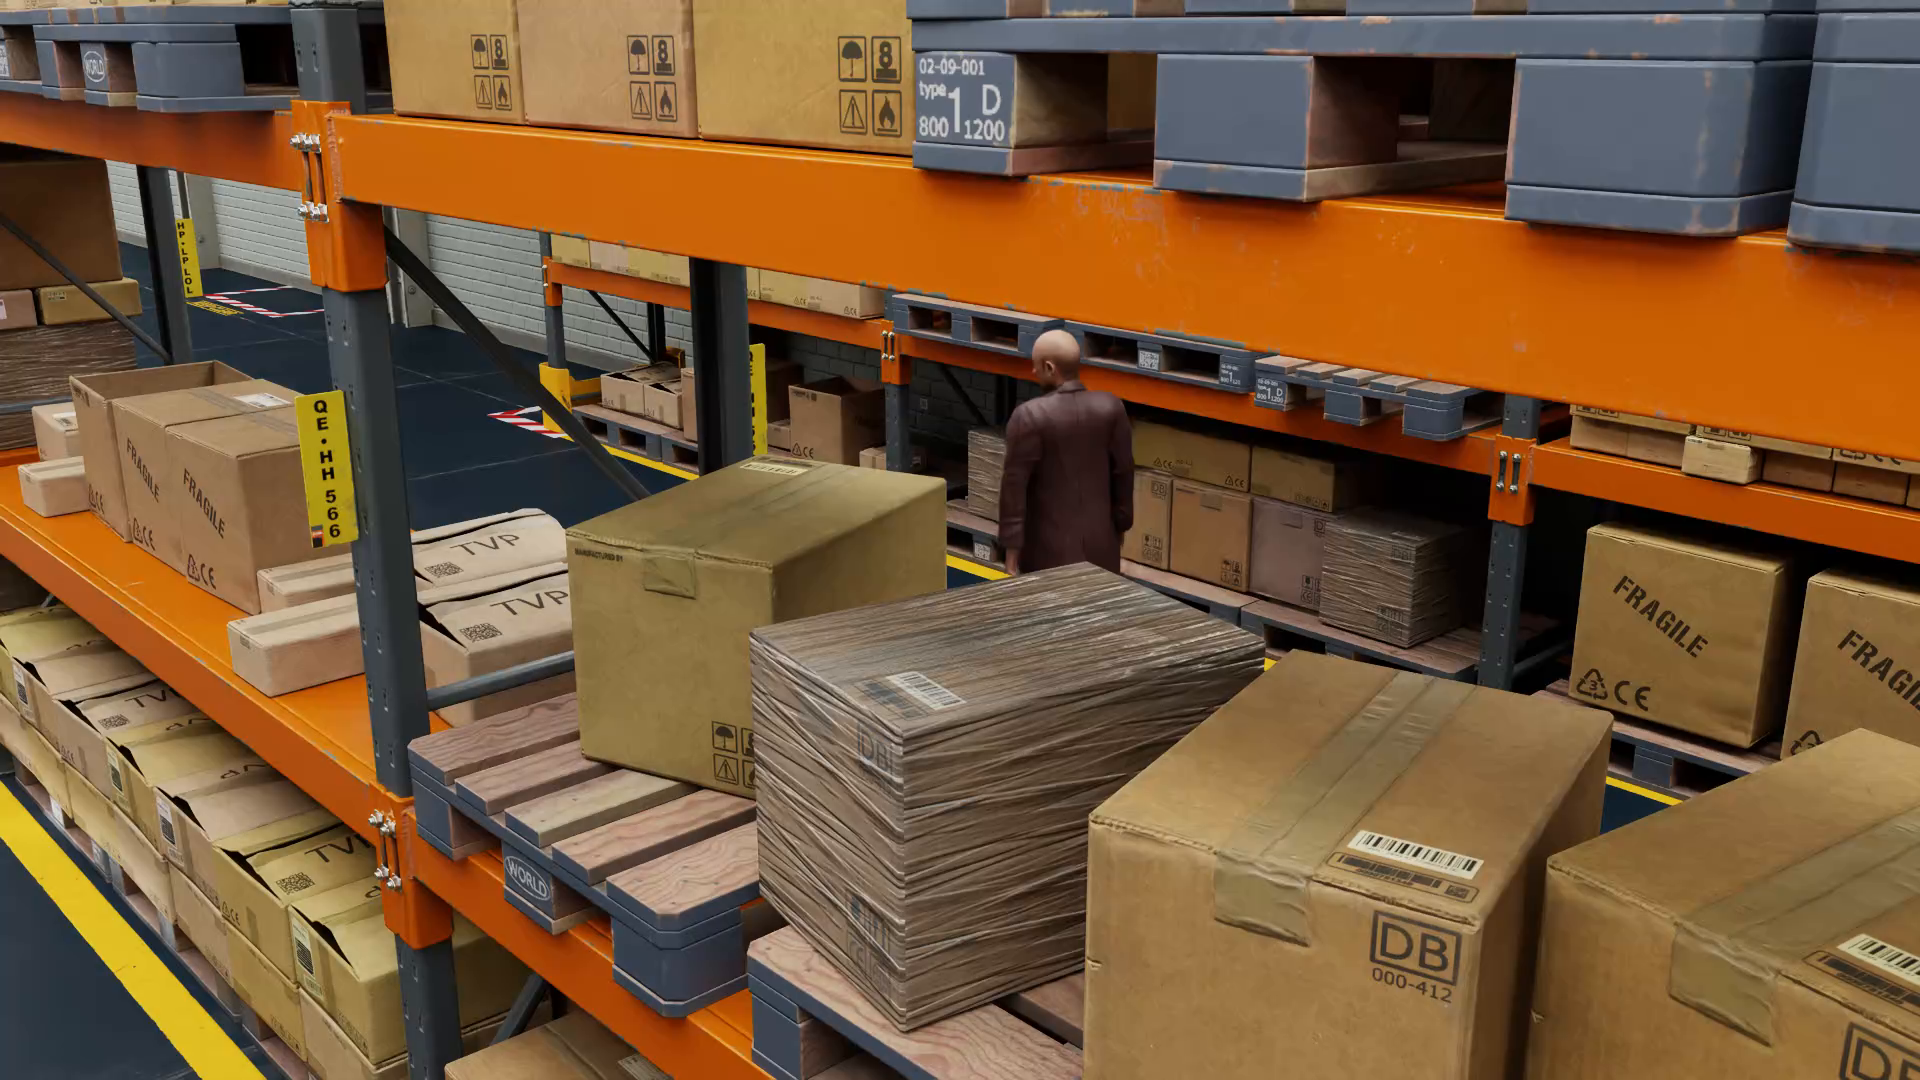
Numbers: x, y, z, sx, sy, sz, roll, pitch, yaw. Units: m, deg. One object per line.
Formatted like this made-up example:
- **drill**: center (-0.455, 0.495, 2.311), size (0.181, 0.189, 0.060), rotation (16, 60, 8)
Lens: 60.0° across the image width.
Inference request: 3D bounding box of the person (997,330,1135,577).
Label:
- **person**: center (0.478, -0.005, 7.018), size (0.729, 1.770, 0.523), rotation (-7, 18, -22)
